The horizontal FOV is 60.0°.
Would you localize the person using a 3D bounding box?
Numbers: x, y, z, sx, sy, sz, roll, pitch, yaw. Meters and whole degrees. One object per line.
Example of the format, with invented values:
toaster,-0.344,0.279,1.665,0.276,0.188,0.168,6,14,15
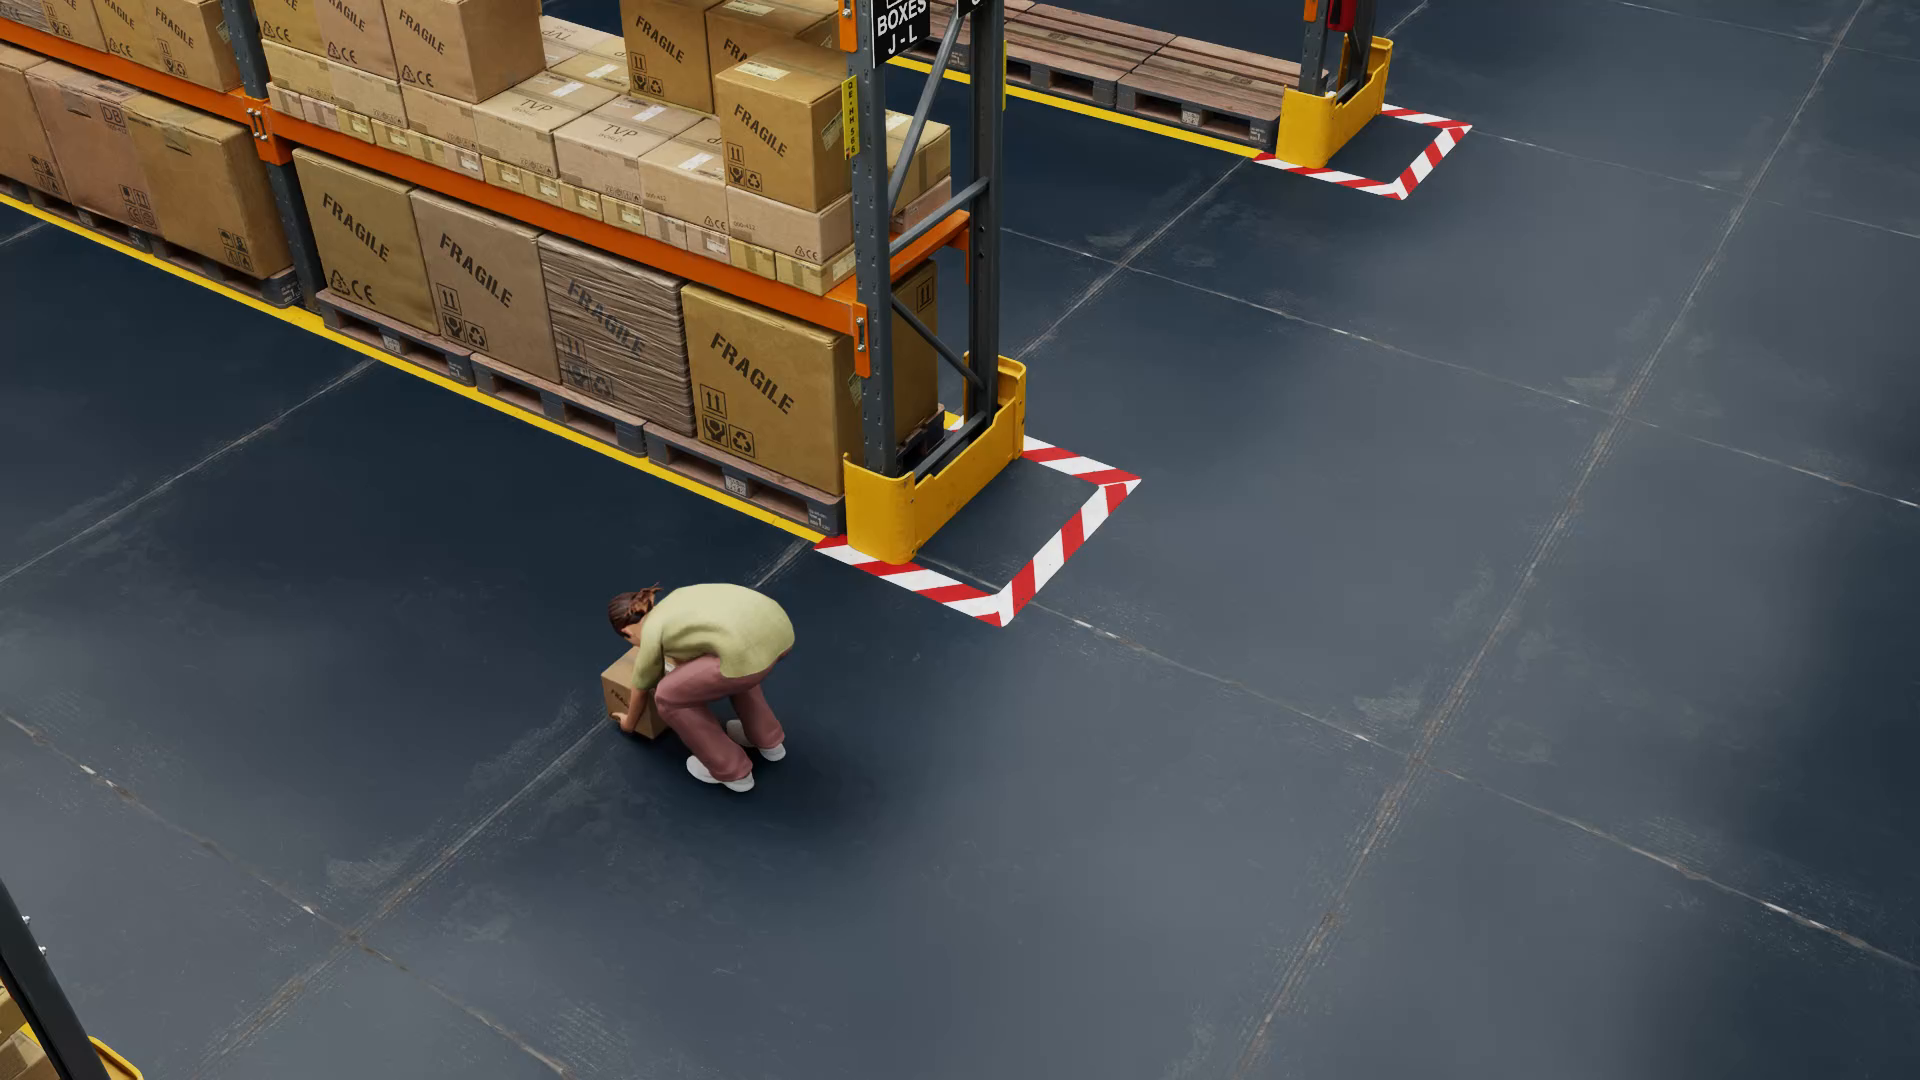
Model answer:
person,-1.048,0.524,6.662,0.847,0.877,0.471,20,43,23
